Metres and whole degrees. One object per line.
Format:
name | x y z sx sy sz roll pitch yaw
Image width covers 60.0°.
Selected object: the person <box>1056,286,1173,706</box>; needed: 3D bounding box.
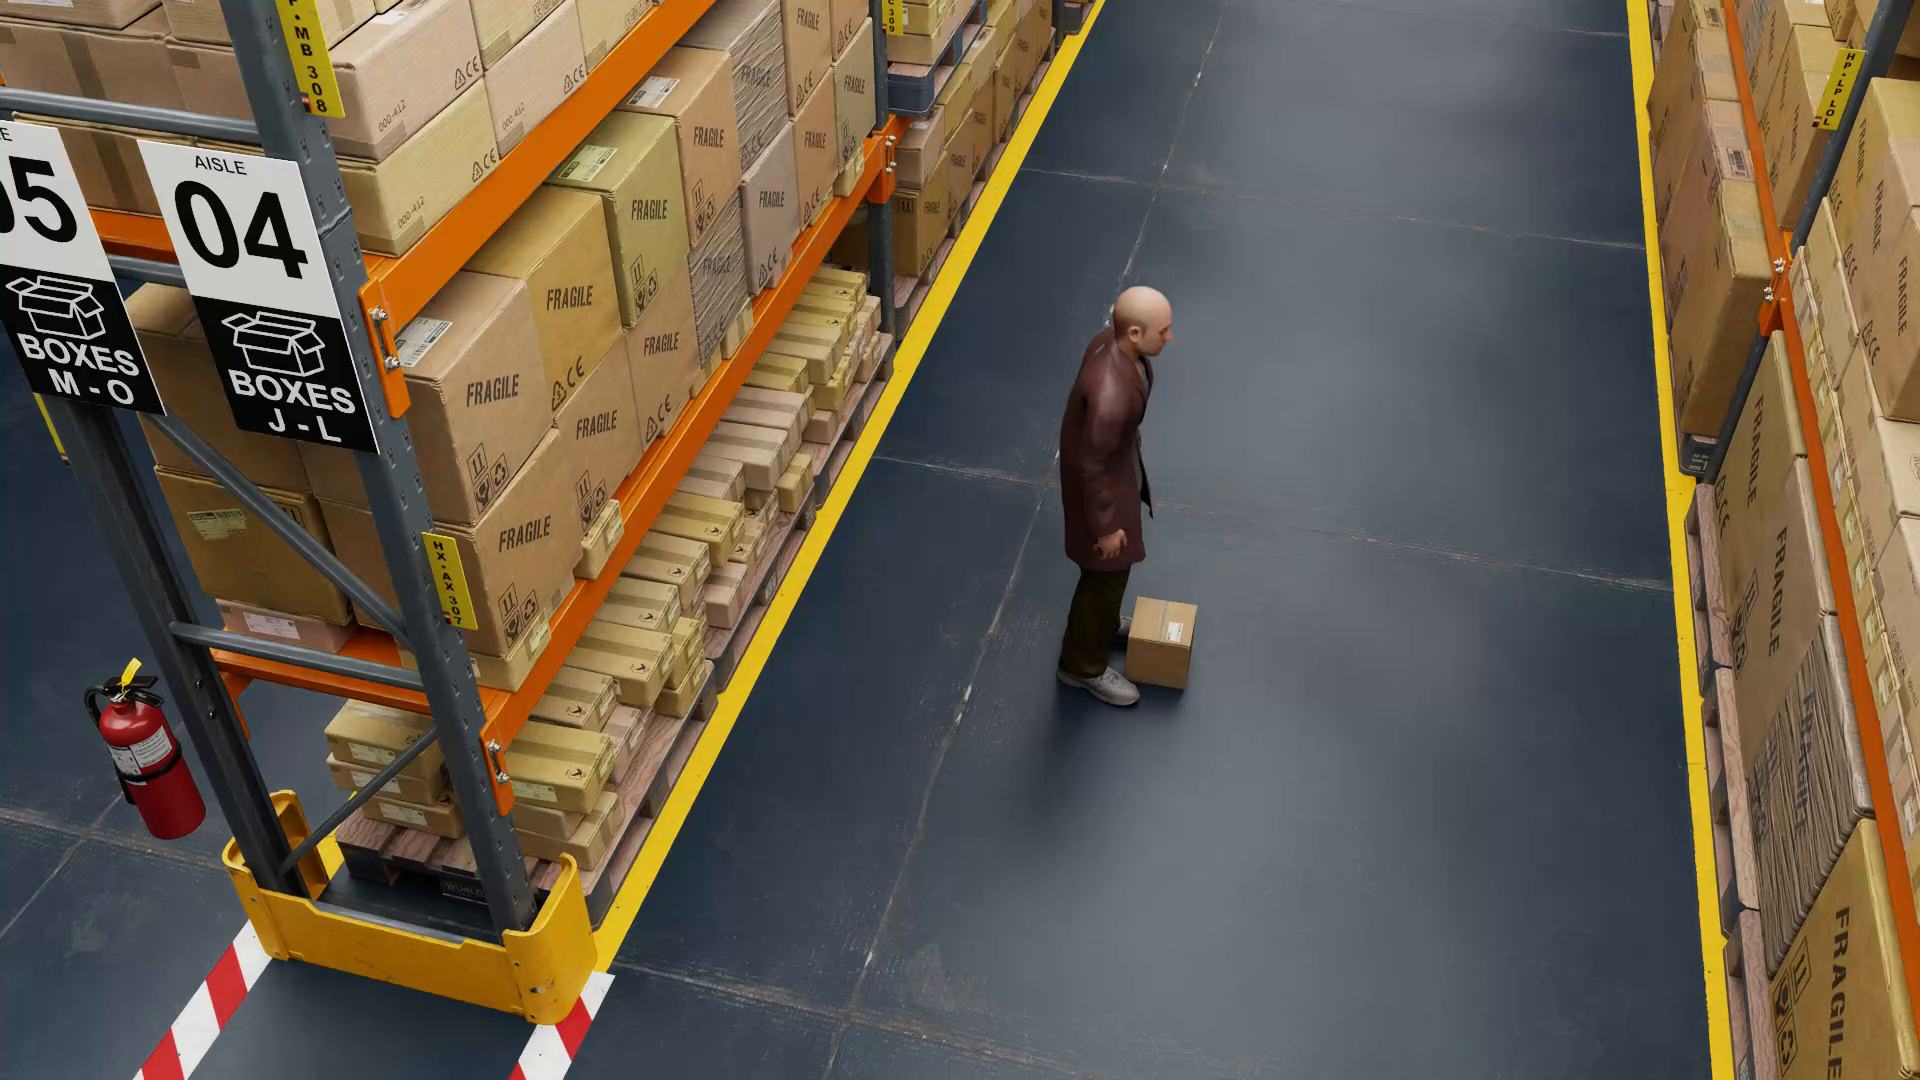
person | 0.587 -0.197 6.400 0.418 1.774 0.649 9 41 11
